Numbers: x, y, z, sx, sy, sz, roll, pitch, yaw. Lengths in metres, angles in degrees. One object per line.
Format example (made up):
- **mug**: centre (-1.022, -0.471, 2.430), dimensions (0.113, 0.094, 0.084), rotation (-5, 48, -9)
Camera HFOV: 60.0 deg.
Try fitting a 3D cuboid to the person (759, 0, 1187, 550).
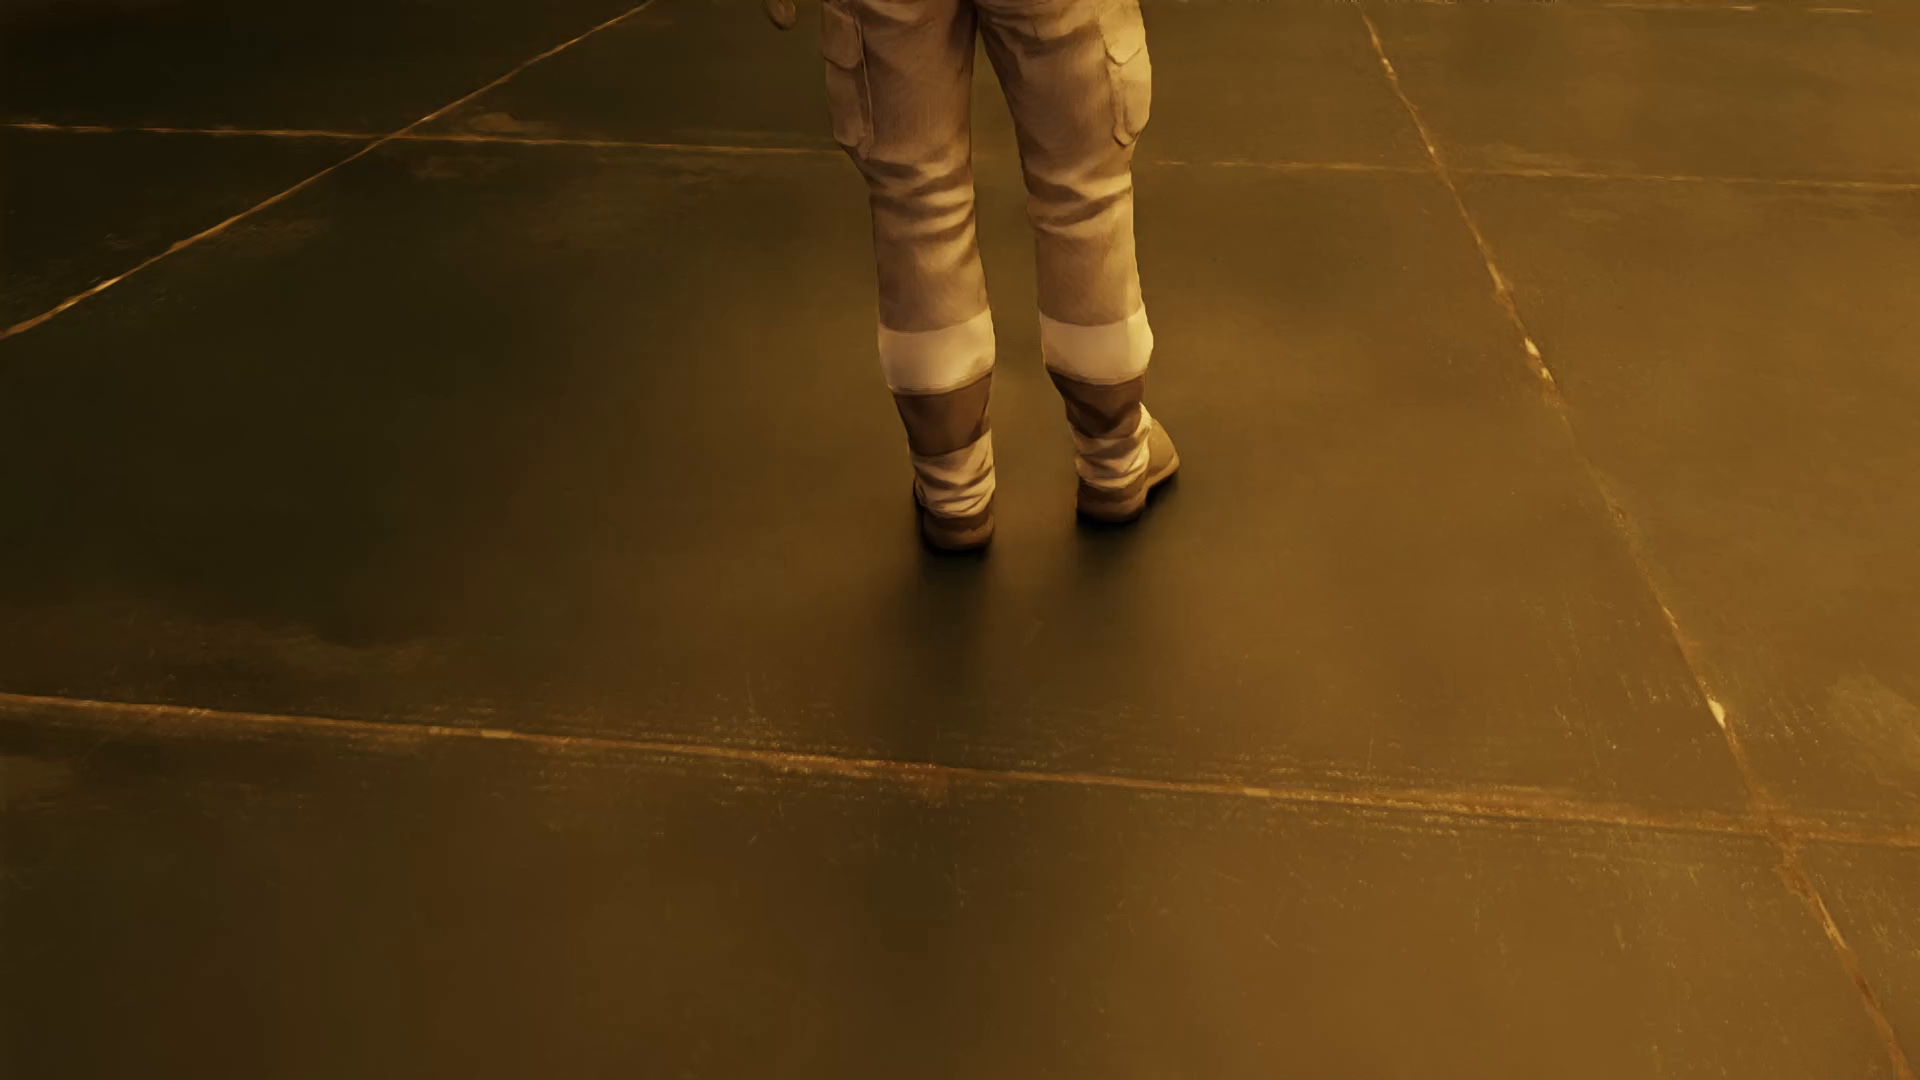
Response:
- **person**: centre (0.022, -0.842, 2.167), dimensions (0.636, 1.787, 0.563), rotation (3, 27, 7)
